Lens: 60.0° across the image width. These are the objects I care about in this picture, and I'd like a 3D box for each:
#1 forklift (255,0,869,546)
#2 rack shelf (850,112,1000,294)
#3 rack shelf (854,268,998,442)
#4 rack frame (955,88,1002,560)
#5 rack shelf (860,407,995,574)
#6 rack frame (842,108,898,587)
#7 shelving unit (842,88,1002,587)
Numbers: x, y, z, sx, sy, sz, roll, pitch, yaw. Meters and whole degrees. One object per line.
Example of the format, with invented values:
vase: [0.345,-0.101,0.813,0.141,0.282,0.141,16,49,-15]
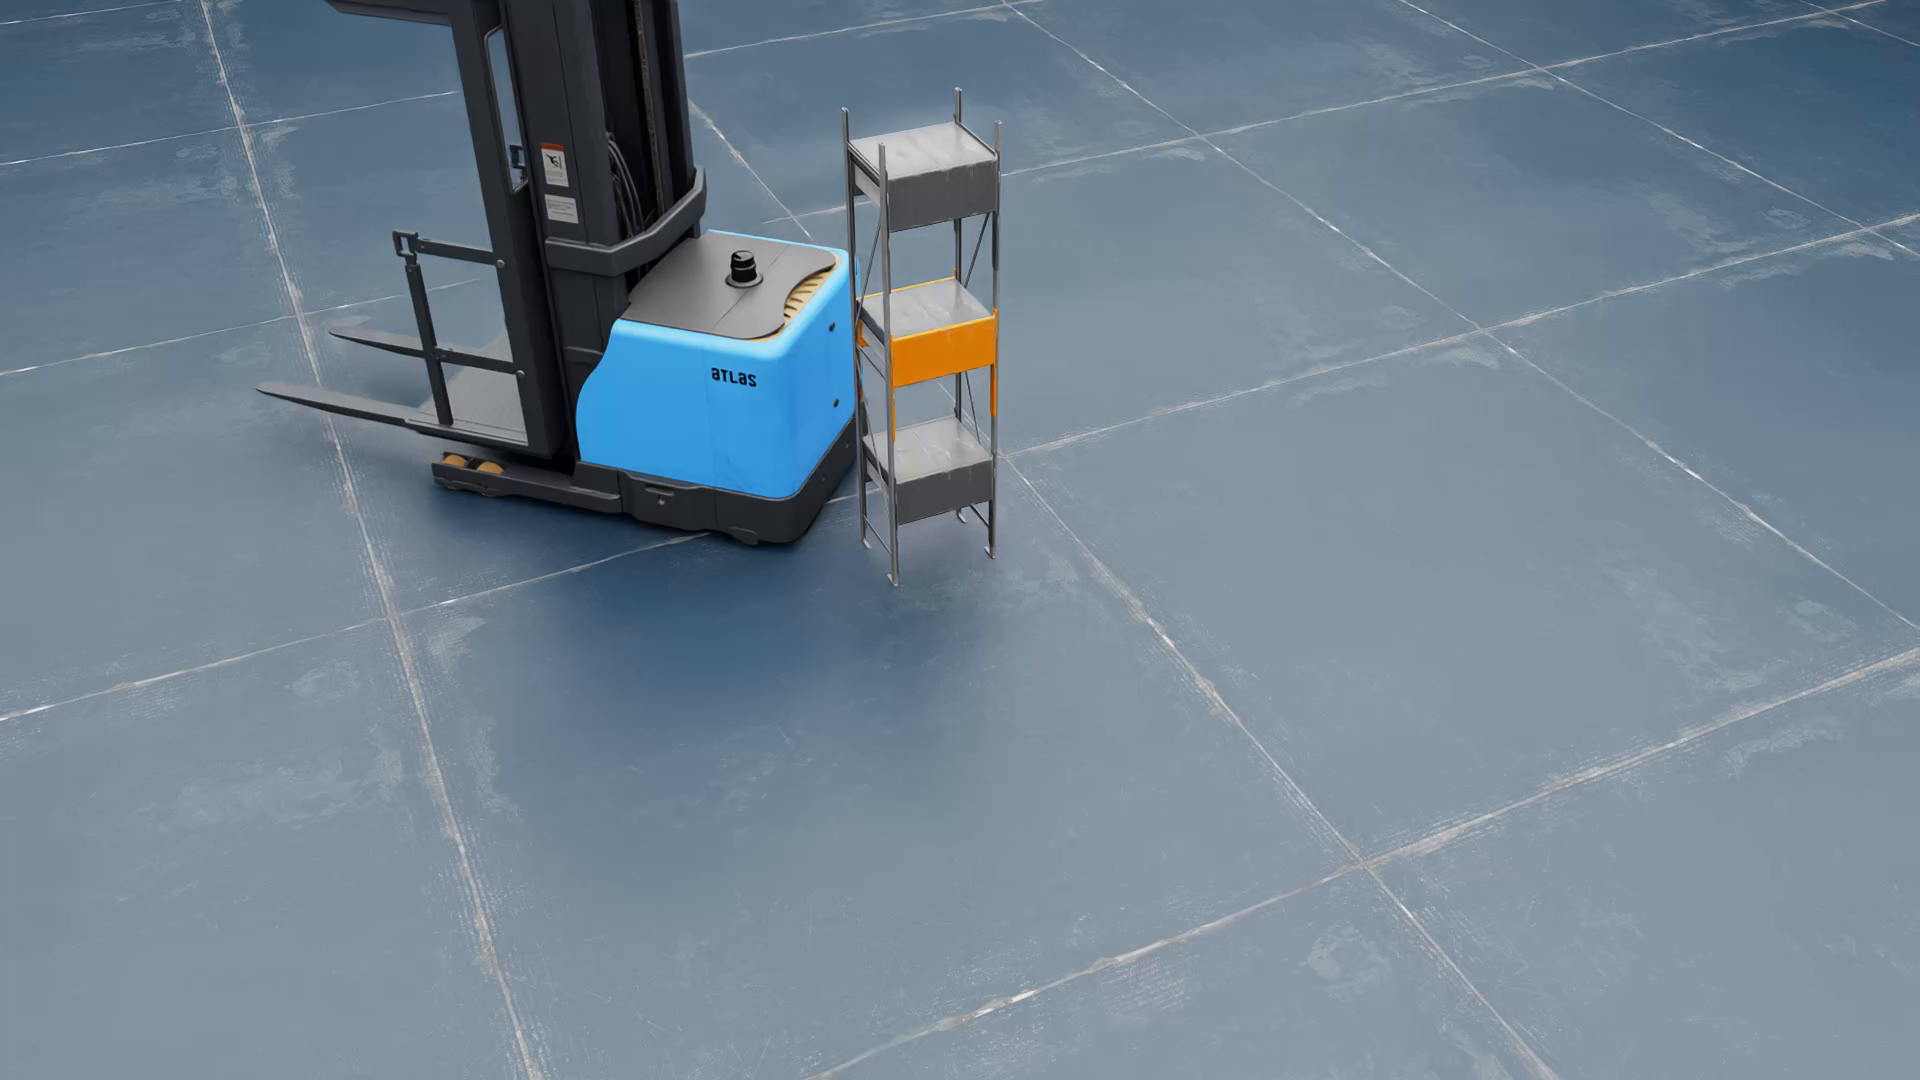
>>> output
forklift: [-2.028,-1.670,7.541,3.031,2.935,1.130,11,38,15]
rack shelf: [-0.150,-1.353,6.659,0.480,0.518,0.431,-16,39,-20]
rack shelf: [-0.150,-0.790,7.076,0.480,0.518,0.431,-16,39,-20]
rack frame: [0.071,-0.863,7.151,0.015,2.100,0.400,-16,39,-20]
rack shelf: [-0.150,-0.228,7.493,0.480,0.518,0.431,-16,39,-20]
rack frame: [-0.371,-0.740,6.985,0.015,2.100,0.400,-16,39,-20]
shelving unit: [-0.150,-0.801,7.068,0.503,2.100,0.431,-16,39,-20]
